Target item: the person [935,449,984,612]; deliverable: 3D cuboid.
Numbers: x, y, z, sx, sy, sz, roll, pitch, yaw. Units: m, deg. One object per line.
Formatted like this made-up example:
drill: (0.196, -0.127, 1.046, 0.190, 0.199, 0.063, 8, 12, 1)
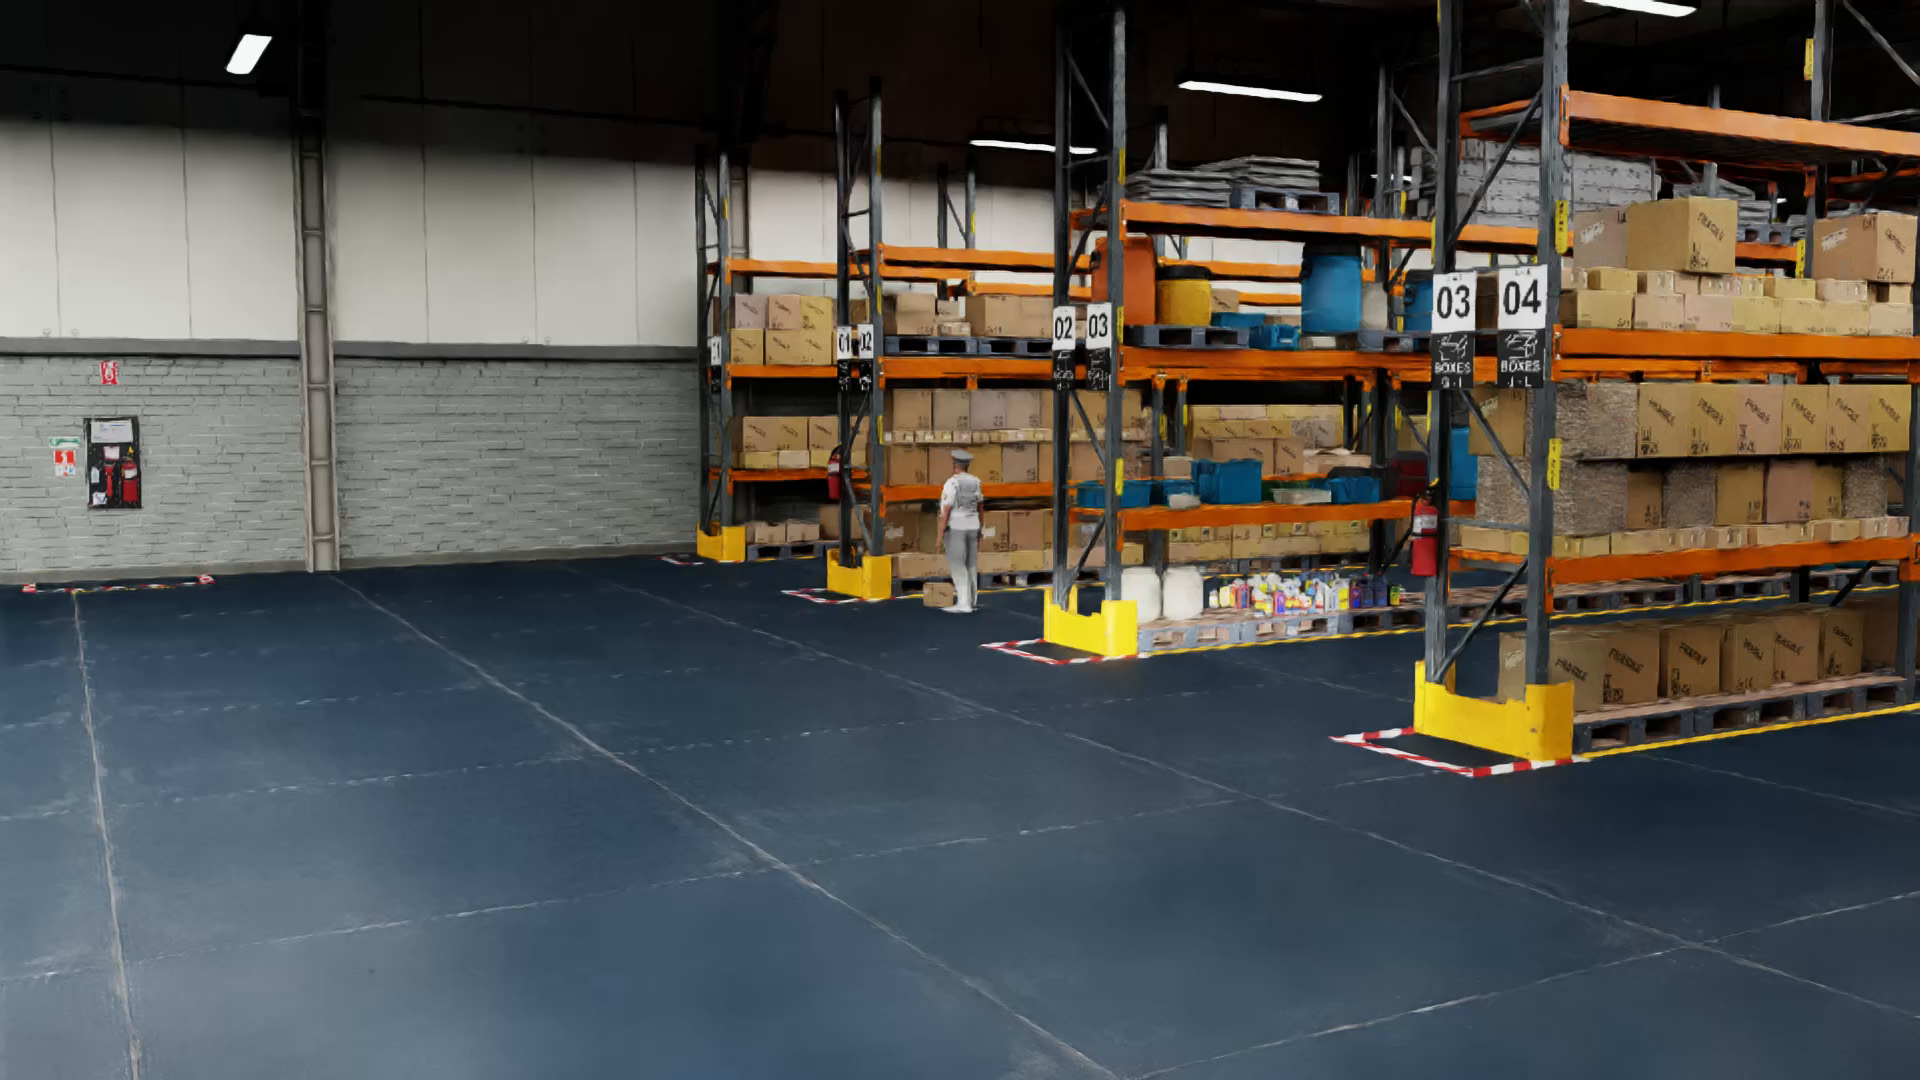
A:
person: (-0.019, -0.092, 18.059, 0.655, 1.780, 0.403, -5, 7, -43)
